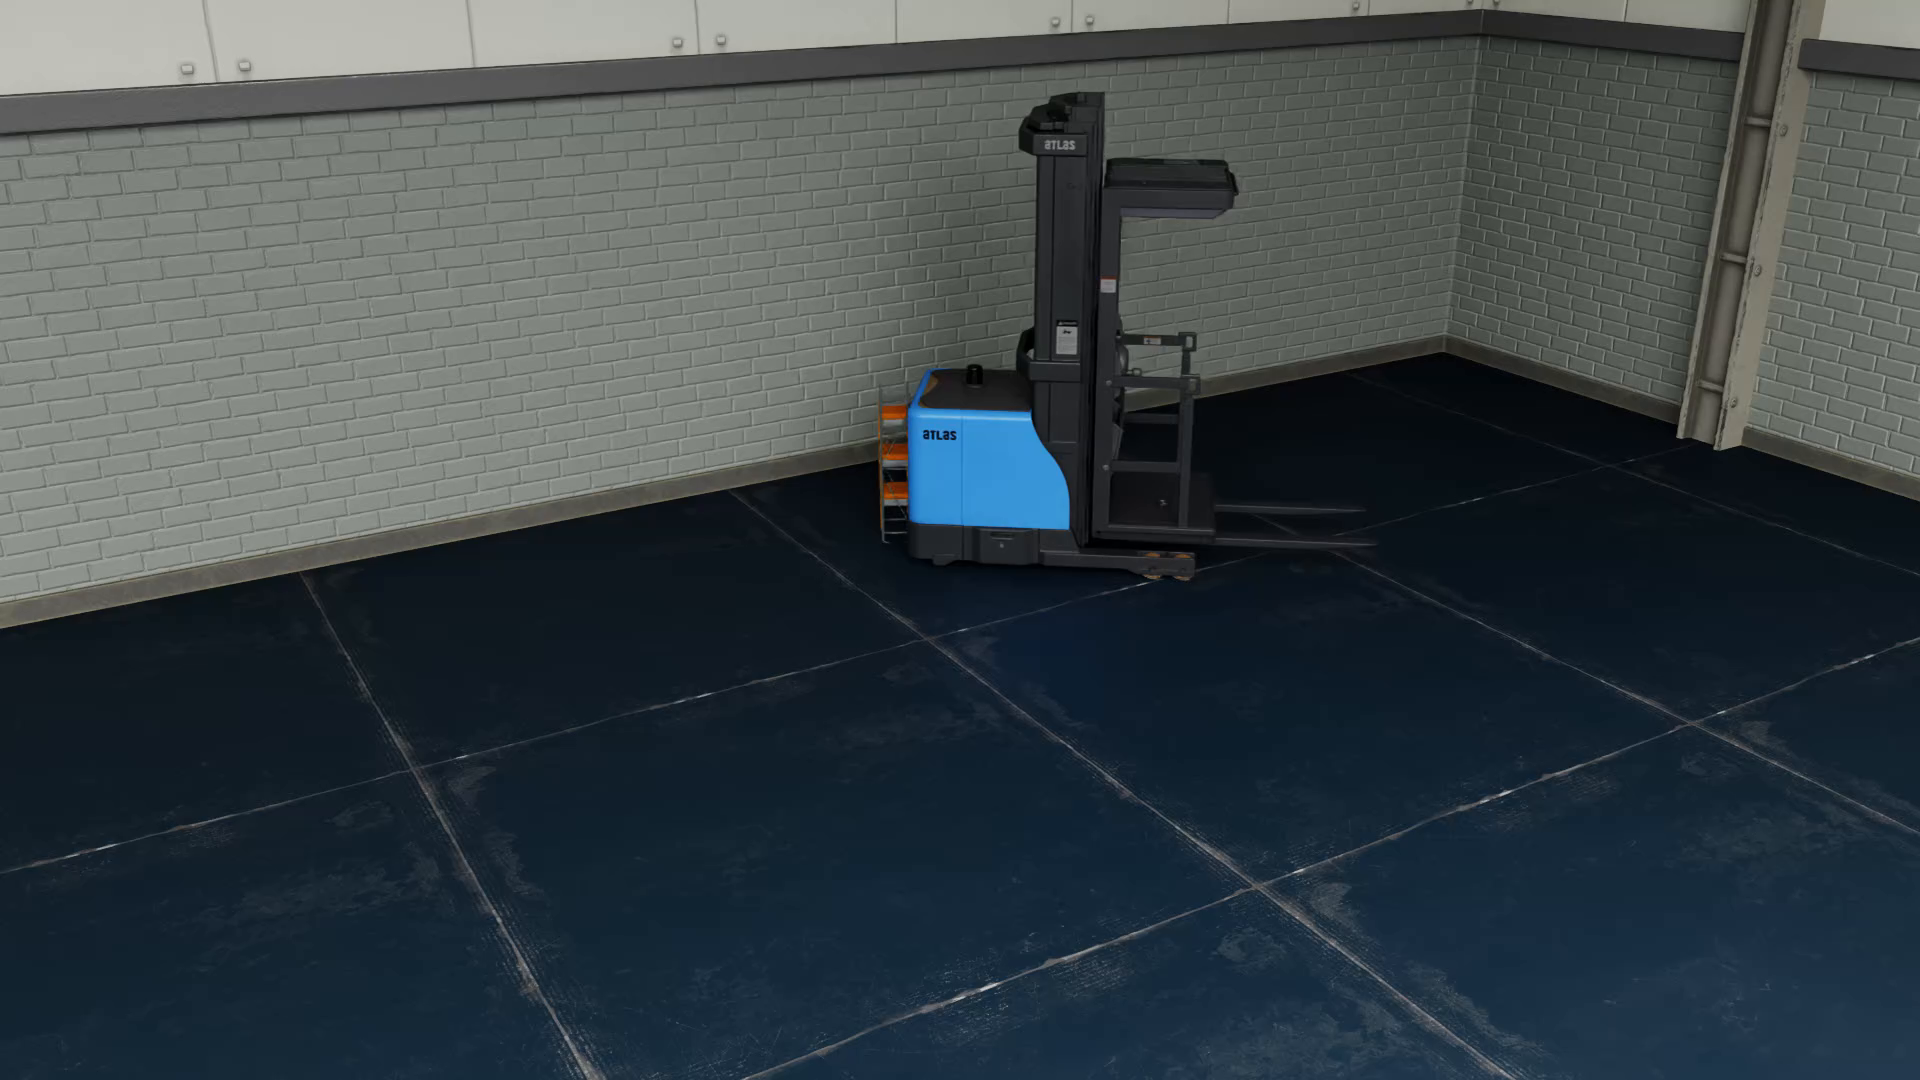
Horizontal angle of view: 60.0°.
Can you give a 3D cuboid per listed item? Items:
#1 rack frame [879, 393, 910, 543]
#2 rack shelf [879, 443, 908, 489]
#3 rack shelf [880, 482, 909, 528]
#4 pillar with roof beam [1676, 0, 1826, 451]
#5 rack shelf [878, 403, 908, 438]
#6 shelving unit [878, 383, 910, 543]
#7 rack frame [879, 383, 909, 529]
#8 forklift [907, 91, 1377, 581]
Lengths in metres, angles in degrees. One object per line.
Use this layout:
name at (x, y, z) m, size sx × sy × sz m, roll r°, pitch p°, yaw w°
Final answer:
rack frame at (-0.429, -0.470, 11.074) m, size 0.200 × 1.050 × 0.008 m, roll -1°, pitch 22°, yaw -3°
rack shelf at (-0.435, -0.506, 11.191) m, size 0.215 × 0.259 × 0.240 m, roll -1°, pitch 22°, yaw -3°
rack shelf at (-0.435, -0.249, 11.296) m, size 0.215 × 0.259 × 0.240 m, roll -1°, pitch 22°, yaw -3°
pillar with roof beam at (2.275, -4.134, 9.531) m, size 9.100 × 9.000 × 0.400 m, roll -13°, pitch 25°, yaw -28°
rack shelf at (-0.435, -0.769, 11.084) m, size 0.215 × 0.259 × 0.240 m, roll -1°, pitch 22°, yaw -3°
shelving unit at (-0.435, -0.516, 11.187) m, size 0.215 × 1.050 × 0.252 m, roll -1°, pitch 22°, yaw -3°
rack frame at (-0.442, -0.562, 11.300) m, size 0.200 × 1.050 × 0.008 m, roll -1°, pitch 22°, yaw -3°
forklift at (1.204, -1.309, 10.640) m, size 3.031 × 2.935 × 1.130 m, roll 2°, pitch 22°, yaw 6°
